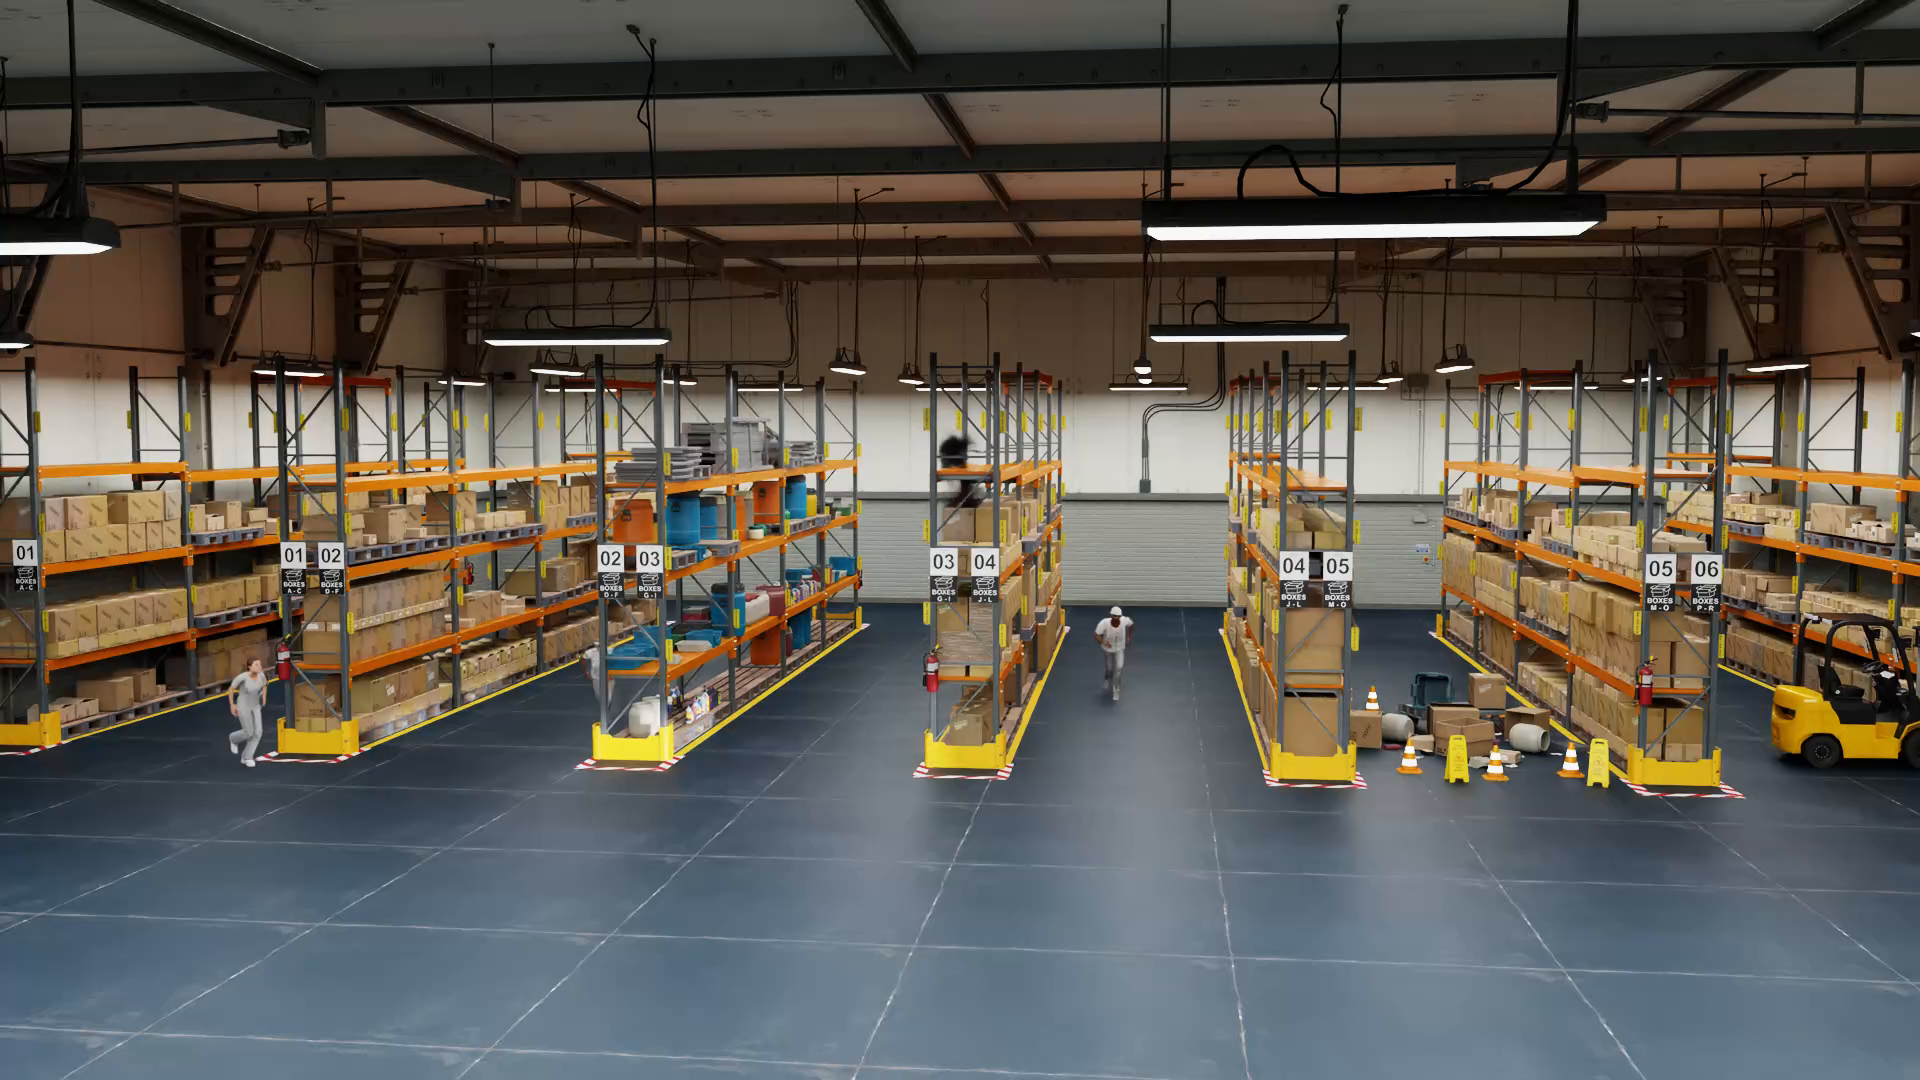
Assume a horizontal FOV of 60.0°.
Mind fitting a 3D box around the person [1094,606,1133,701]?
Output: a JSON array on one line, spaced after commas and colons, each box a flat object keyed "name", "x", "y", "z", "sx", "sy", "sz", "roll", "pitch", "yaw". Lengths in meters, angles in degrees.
[{"name": "person", "x": 2.784, "y": 2.030, "z": 30.369, "sx": 0.743, "sy": 1.716, "sz": 1.044, "roll": -1, "pitch": 4, "yaw": -10}]

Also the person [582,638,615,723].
[{"name": "person", "x": -5.991, "y": 2.319, "z": 27.686, "sx": 0.595, "sy": 1.481, "sz": 0.817, "roll": 0, "pitch": 4, "yaw": -5}]

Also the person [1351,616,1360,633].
[{"name": "person", "x": 8.914, "y": 1.372, "z": 39.030, "sx": 1.037, "sy": 1.730, "sz": 0.625, "roll": 4, "pitch": 6, "yaw": 45}]

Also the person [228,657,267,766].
[{"name": "person", "x": -10.459, "y": 2.488, "z": 24.378, "sx": 0.696, "sy": 1.602, "sz": 0.555, "roll": 2, "pitch": 5, "yaw": 31}]
